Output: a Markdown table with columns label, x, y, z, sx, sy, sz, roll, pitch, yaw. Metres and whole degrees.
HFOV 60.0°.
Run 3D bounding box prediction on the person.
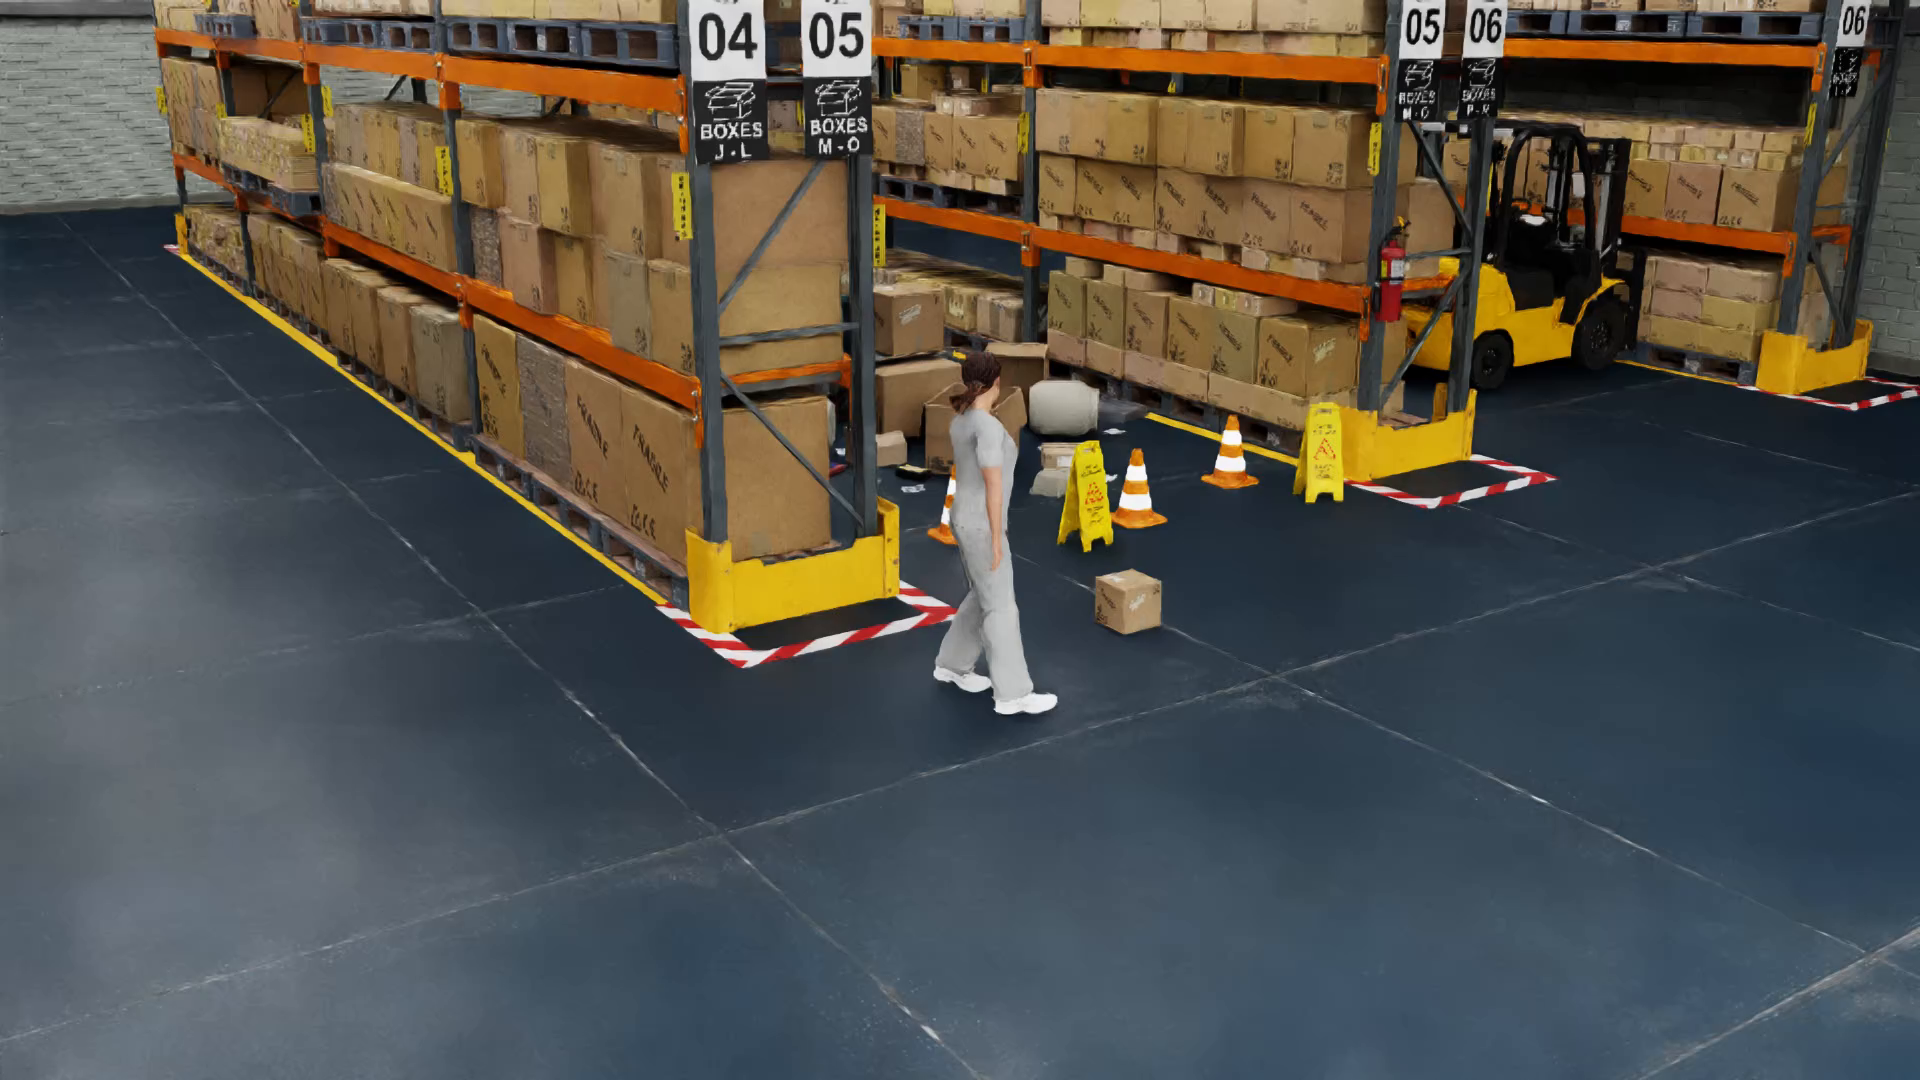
| label | x | y | z | sx | sy | sz | roll | pitch | yaw |
| --- | --- | --- | --- | --- | --- | --- | --- | --- | --- |
| person | 0.161 | -0.040 | 7.716 | 0.519 | 1.656 | 0.595 | -4 | 18 | -11 |
